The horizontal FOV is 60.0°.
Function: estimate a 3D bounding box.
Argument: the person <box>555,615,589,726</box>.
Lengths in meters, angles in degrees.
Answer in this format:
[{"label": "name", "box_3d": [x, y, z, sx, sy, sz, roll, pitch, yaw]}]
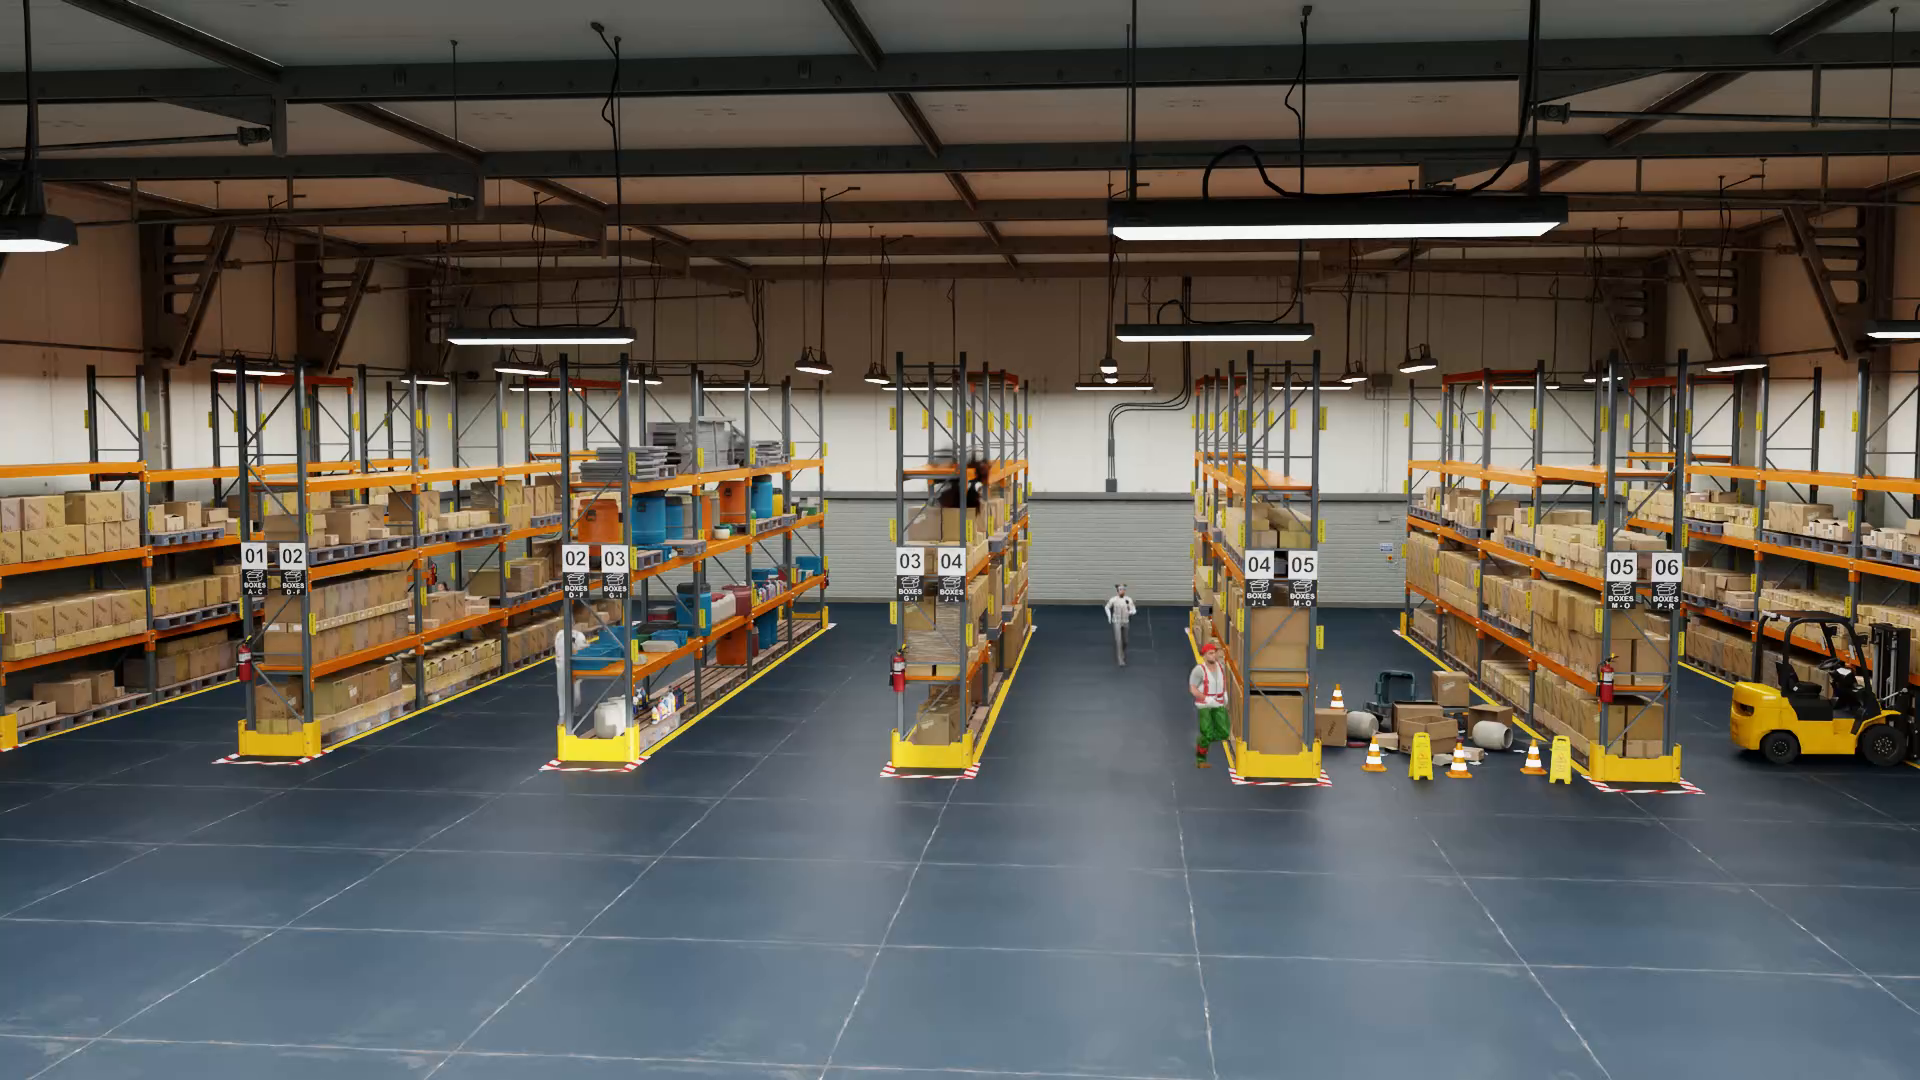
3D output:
[{"label": "person", "box_3d": [-6.496, 2.147, 27.771, 0.637, 1.828, 0.872, 0, 4, 1]}]

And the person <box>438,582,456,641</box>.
[{"label": "person", "box_3d": [-11.023, 1.676, 35.706, 0.545, 1.602, 0.703, 1, 4, 11]}]

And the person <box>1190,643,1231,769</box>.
[{"label": "person", "box_3d": [3.433, 2.264, 22.519, 0.685, 1.743, 0.611, -2, 5, -26]}]

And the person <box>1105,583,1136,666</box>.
[{"label": "person", "box_3d": [3.314, 1.713, 34.220, 0.618, 1.672, 0.908, 0, 4, -5]}]
